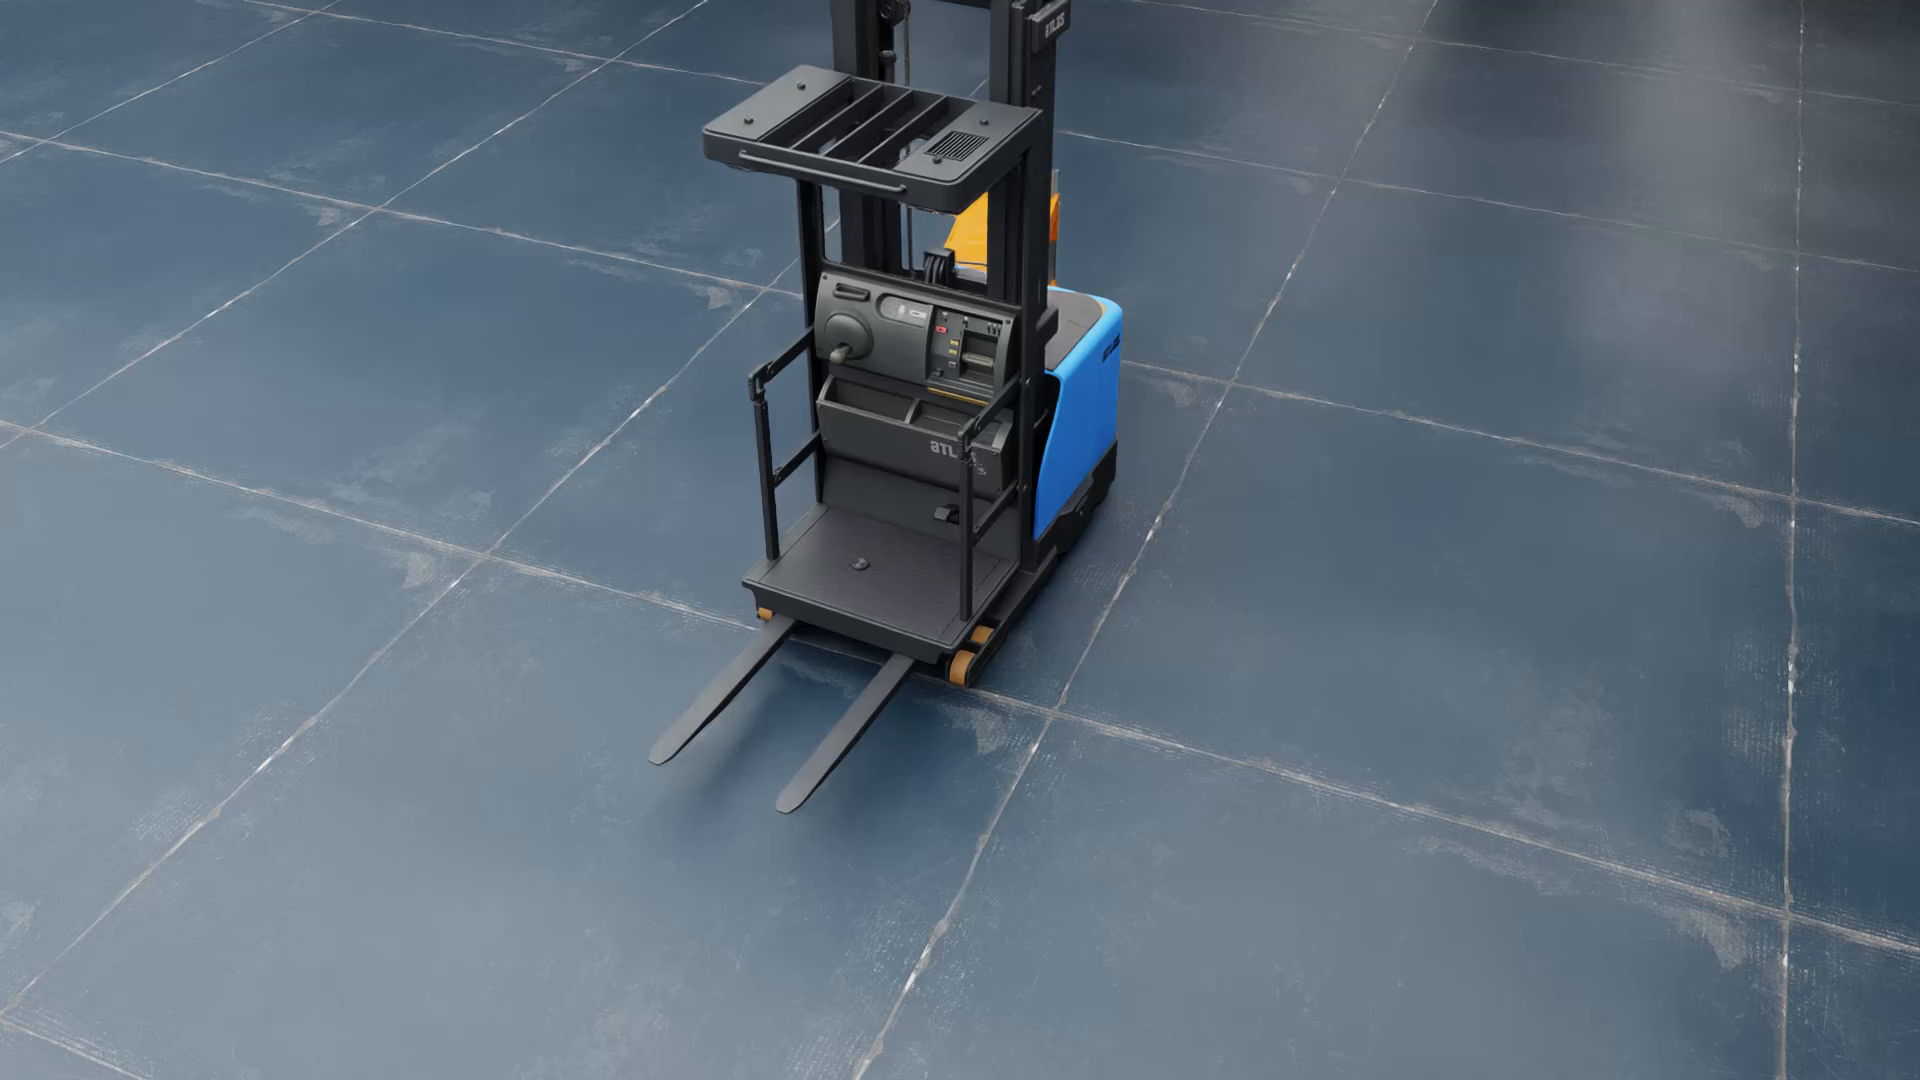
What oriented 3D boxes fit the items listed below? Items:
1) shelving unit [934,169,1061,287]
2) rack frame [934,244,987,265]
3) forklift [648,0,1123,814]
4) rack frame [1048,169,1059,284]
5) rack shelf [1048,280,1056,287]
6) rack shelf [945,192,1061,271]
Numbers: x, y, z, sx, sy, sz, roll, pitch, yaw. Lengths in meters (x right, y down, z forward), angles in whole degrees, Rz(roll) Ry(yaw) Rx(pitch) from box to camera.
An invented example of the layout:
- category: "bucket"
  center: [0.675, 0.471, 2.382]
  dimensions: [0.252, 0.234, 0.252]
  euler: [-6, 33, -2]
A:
- category: "shelving unit"
  center: [0.206, -1.324, 9.183]
  dimensions: [0.538, 1.125, 1.048]
  euler: [7, 37, 9]
- category: "rack frame"
  center: [0.108, -1.025, 8.784]
  dimensions: [0.500, 1.125, 0.032]
  euler: [7, 37, 9]
- category: "forklift"
  center: [-0.299, -0.818, 6.998]
  dimensions: [1.130, 2.935, 3.031]
  euler: [17, 40, 21]
- category: "rack frame"
  center: [0.304, -1.623, 9.583]
  dimensions: [0.500, 1.125, 0.032]
  euler: [7, 37, 9]
- category: "rack shelf"
  center: [0.206, -1.128, 9.330]
  dimensions: [0.538, 0.278, 1.000]
  euler: [7, 37, 9]
- category: "rack shelf"
  center: [0.206, -1.558, 9.008]
  dimensions: [0.538, 0.278, 1.000]
  euler: [7, 37, 9]
